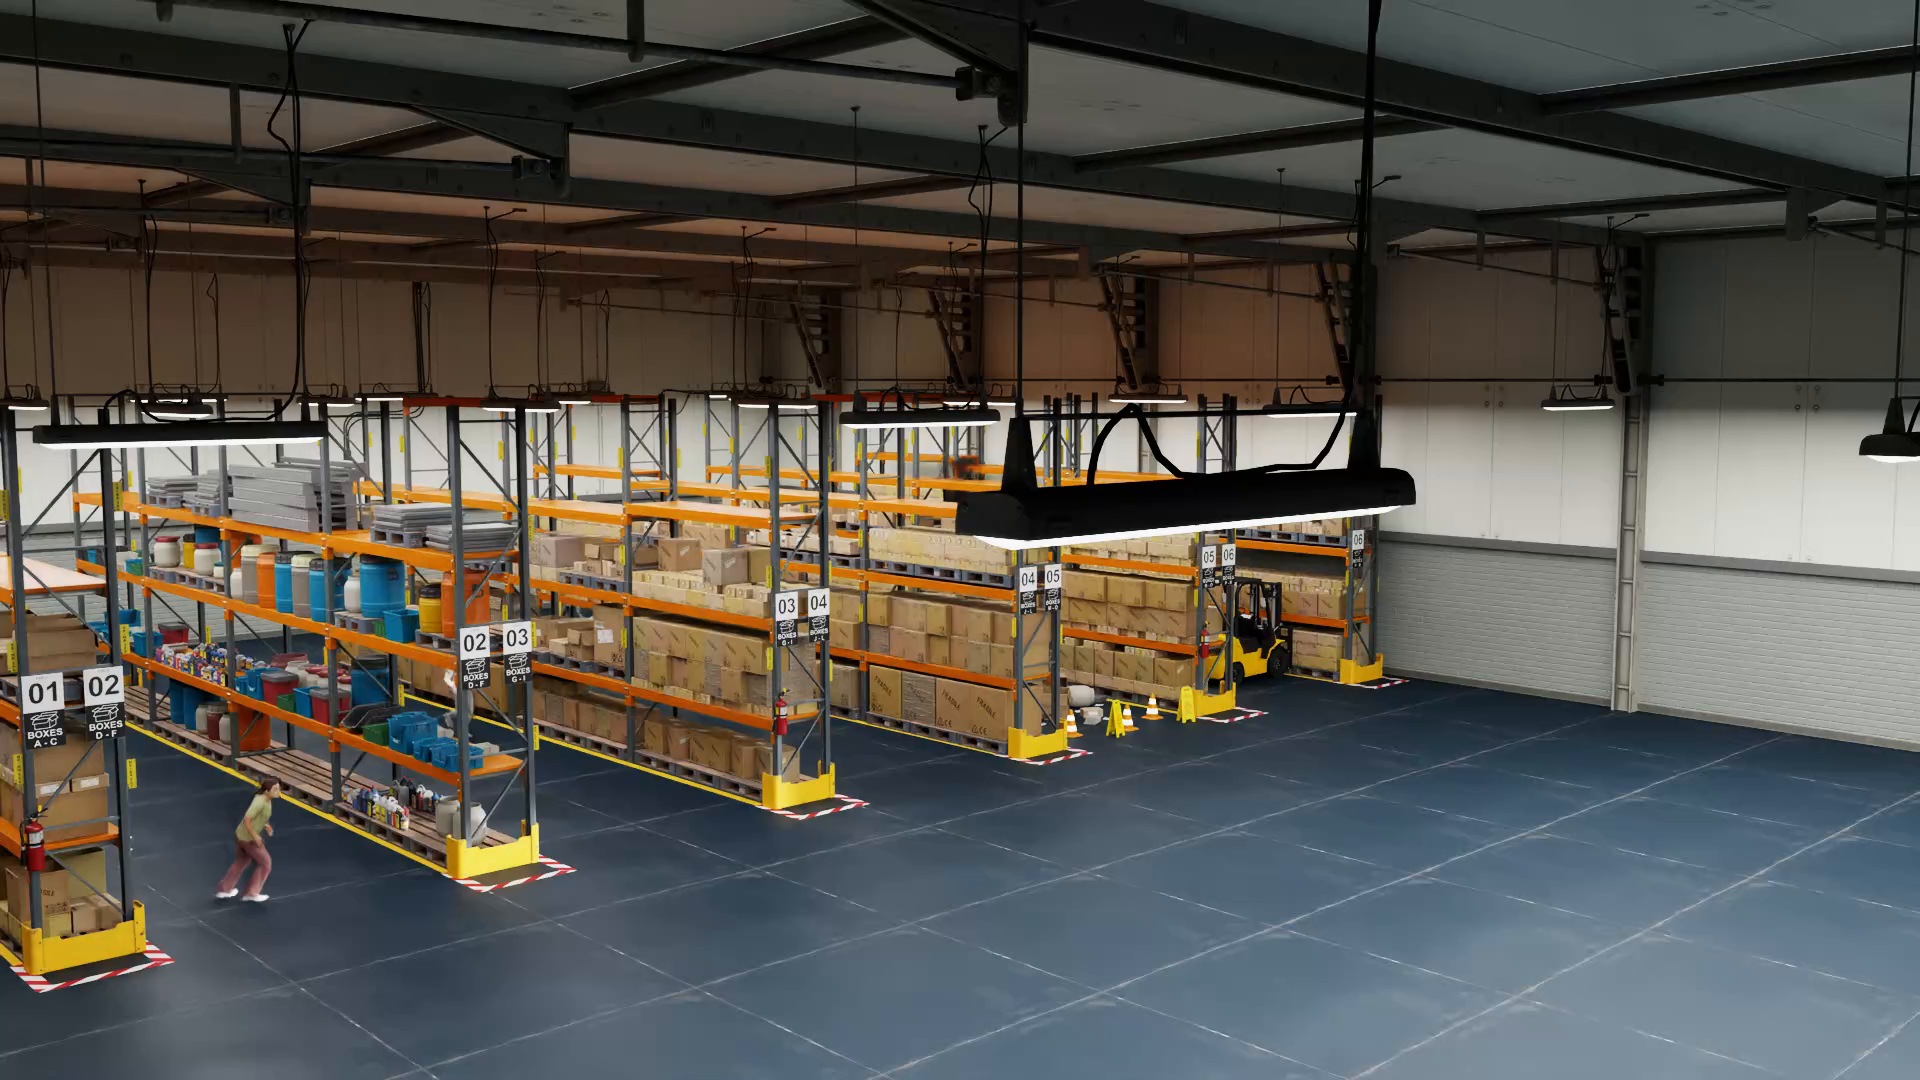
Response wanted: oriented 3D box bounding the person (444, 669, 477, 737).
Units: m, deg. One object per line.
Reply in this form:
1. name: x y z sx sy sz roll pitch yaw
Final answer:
1. person: -8.887 2.670 29.528 0.652 1.646 0.629 4 7 37

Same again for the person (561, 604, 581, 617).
1. person: -9.565 1.557 41.078 0.637 1.660 0.615 -4 7 -35

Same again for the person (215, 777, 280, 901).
1. person: -8.644 3.631 20.162 0.760 1.538 0.636 -3 6 -25

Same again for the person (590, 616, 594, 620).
1. person: -7.785 2.123 35.643 0.881 1.506 0.538 4 7 37
